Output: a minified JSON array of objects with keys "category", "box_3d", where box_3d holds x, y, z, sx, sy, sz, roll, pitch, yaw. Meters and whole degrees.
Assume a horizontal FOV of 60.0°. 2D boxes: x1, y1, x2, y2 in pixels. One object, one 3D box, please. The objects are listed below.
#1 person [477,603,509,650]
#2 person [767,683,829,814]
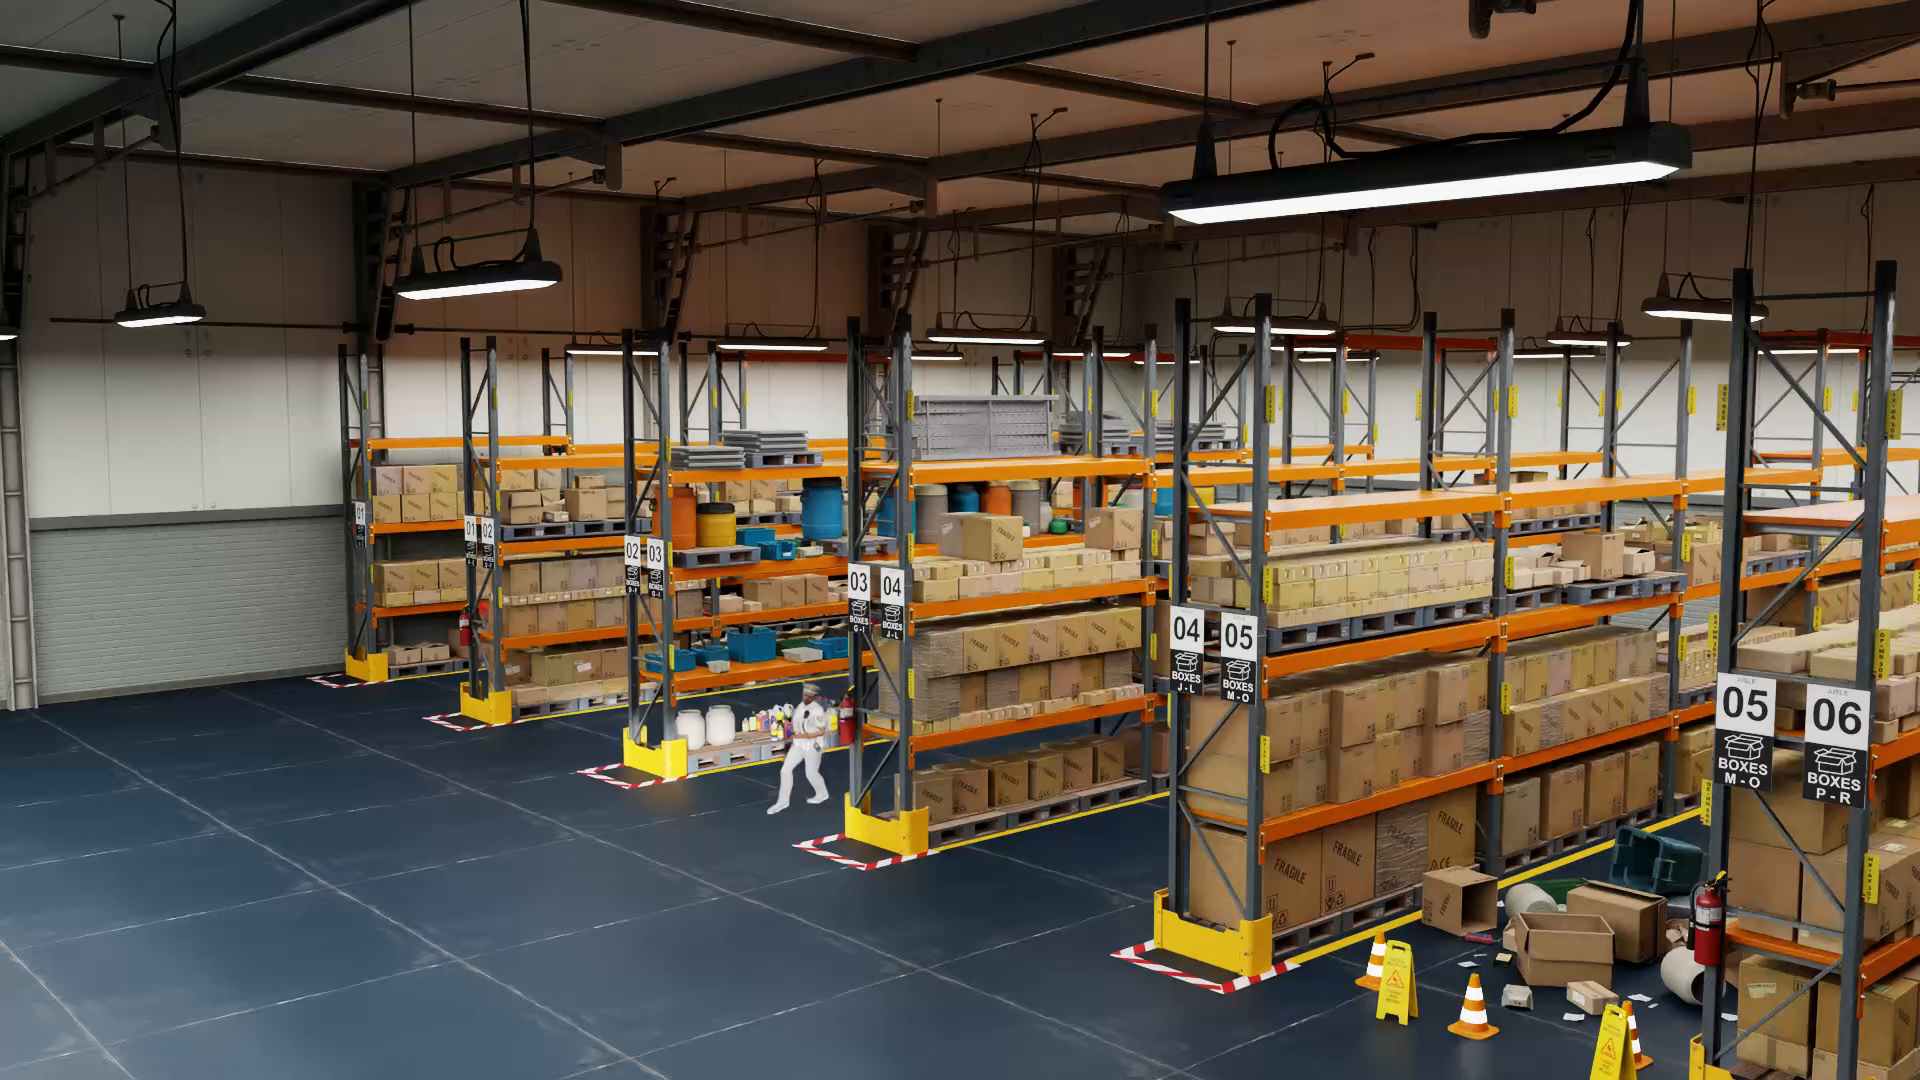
[{"category":"person","box_3d":[-7.790,1.843,28.084,0.627,1.587,0.882,4,7,38]},{"category":"person","box_3d":[-1.850,2.531,20.355,0.749,1.647,0.778,5,7,41]}]
